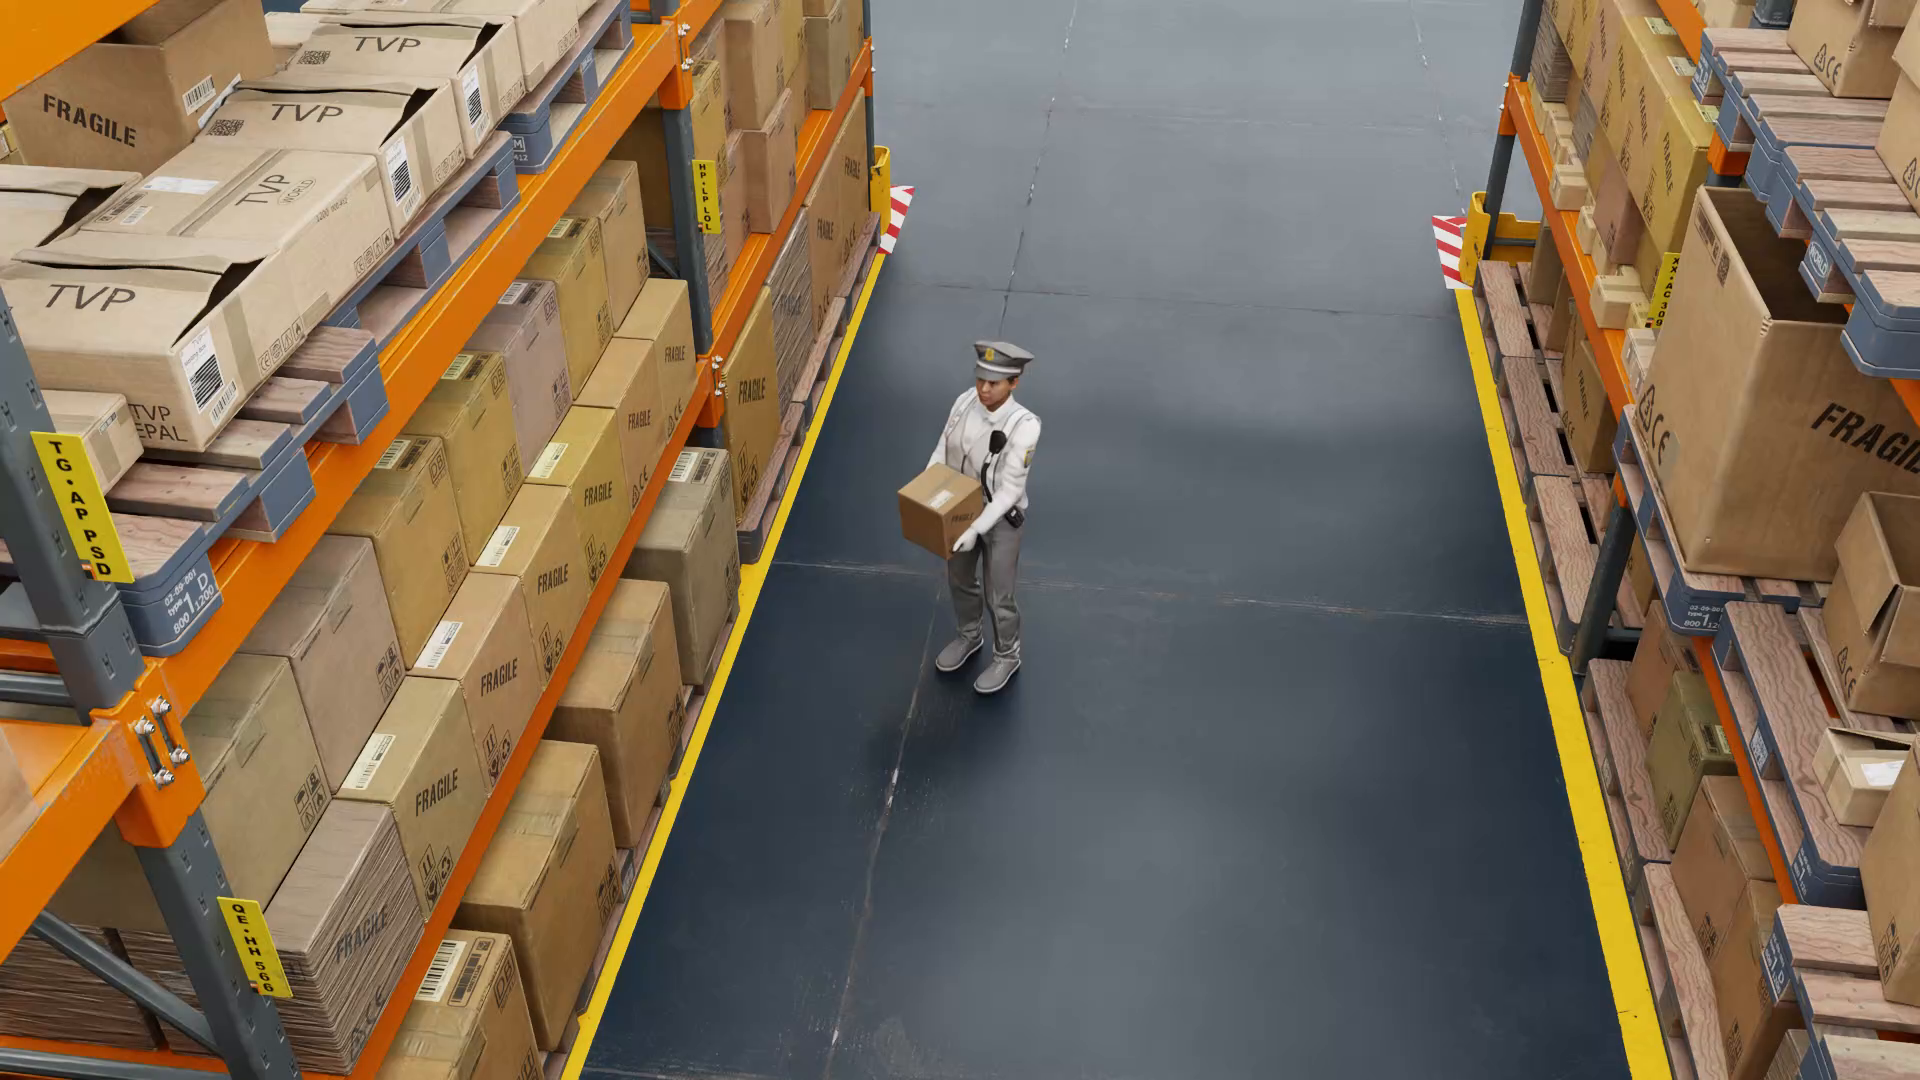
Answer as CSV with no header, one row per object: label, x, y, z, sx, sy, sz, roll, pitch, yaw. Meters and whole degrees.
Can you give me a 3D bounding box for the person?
person,0.059,-0.077,7.123,0.459,1.686,0.562,28,44,32
